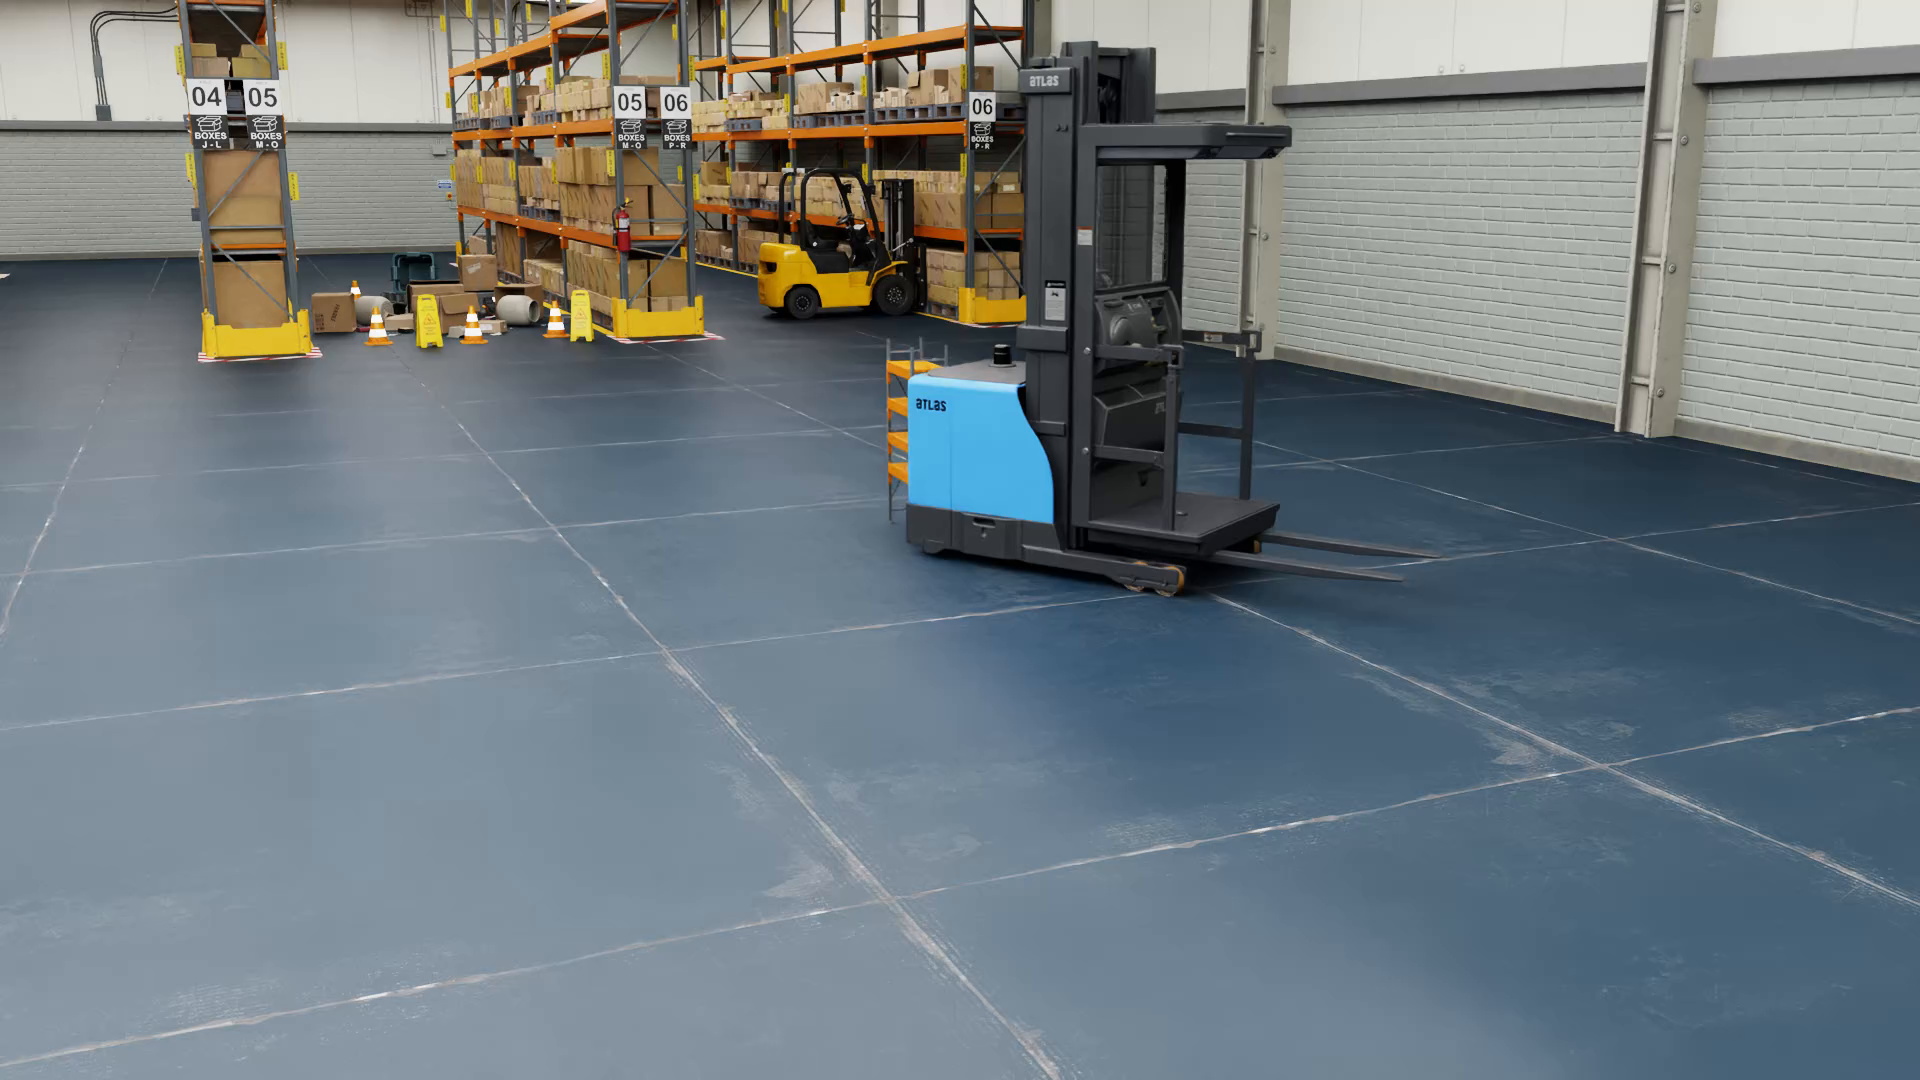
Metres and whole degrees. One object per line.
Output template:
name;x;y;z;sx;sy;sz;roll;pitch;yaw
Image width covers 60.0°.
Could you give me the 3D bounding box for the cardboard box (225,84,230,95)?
cardboard box;-10.517;-6.320;23.553;0.500;0.250;0.500;-5;14;-22

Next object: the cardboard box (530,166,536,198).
cardboard box;-6.792;-5.910;27.440;0.500;0.500;0.500;-5;14;-22

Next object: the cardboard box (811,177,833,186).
cardboard box;-2.439;-6.404;29.729;0.380;0.149;0.250;-5;14;-22

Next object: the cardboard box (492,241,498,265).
cardboard box;-8.950;-5.764;33.372;0.875;0.438;0.875;-6;14;-24

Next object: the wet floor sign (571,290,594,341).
wet floor sign;-4.894;-2.906;21.495;0.267;0.644;0.232;-1;13;-4

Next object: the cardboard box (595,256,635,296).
cardboard box;-4.762;-3.669;23.073;0.500;0.500;0.500;-5;14;-21

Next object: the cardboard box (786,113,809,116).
cardboard box;-3.010;-7.925;30.755;0.380;0.149;0.250;-5;14;-22

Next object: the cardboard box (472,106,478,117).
cardboard box;-9.346;-8.420;32.592;0.396;0.266;0.258;-5;14;-21

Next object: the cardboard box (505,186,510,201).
cardboard box;-7.830;-6.195;29.708;0.500;0.250;0.500;-6;14;-24

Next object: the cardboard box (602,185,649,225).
cardboard box;-4.460;-4.470;22.149;0.500;0.500;0.500;-6;14;-24

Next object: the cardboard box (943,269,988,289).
cardboard box;0.075;-3.819;24.276;0.500;0.250;0.500;-6;14;-24

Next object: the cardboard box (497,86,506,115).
cardboard box;-7.765;-7.744;29.371;0.700;0.500;0.500;-6;15;-26

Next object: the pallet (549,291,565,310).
pallet;-5.905;-3.818;26.396;1.003;0.211;1.213;-6;14;-23

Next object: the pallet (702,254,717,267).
pallet;-5.017;-6.153;36.488;1.003;0.211;1.213;-6;14;-23

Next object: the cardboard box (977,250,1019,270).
cardboard box;0.538;-4.107;24.410;0.500;0.250;0.500;-6;14;-24

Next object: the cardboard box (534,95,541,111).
cardboard box;-6.557;-7.041;27.258;0.797;0.503;0.637;-6;14;-23

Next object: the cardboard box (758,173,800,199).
cardboard box;-3.471;-6.866;32.224;0.797;0.503;0.637;-6;14;-24

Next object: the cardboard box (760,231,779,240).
cardboard box;-3.770;-6.058;33.065;0.380;0.149;0.250;-5;14;-21

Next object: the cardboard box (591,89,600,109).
cardboard box;-4.630;-5.909;22.268;0.500;0.250;0.500;-6;14;-24

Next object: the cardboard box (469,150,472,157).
cardboard box;-9.778;-7.874;33.861;0.380;0.149;0.250;-6;14;-23

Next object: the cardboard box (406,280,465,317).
cardboard box;-7.395;-3.366;23.494;0.797;0.637;0.503;-6;14;-23

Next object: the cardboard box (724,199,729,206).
cardboard box;-4.733;-7.090;34.907;0.380;0.149;0.250;-5;14;-21

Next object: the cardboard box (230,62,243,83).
cardboard box;-8.647;-5.735;20.365;0.500;0.250;0.500;-6;14;-24

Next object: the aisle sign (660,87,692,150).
aisle sign;-3.681;-5.471;21.589;0.394;0.787;0.004;-6;14;-23

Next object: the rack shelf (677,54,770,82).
rack shelf;-5.051;-10.101;35.659;1.077;0.370;4.000;-6;14;-23

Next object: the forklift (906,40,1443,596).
forklift;1.183;-1.257;9.299;3.031;2.935;1.130;9;16;33

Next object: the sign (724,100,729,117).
sign;-4.744;-8.780;33.854;0.100;0.325;0.005;-6;14;-23

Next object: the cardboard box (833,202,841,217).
cardboard box;-1.864;-5.681;28.594;0.500;0.250;0.500;-6;14;-23

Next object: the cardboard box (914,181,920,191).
cardboard box;-0.558;-5.418;25.468;0.380;0.149;0.250;-6;14;-24

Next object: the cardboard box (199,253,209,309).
cardboard box;-10.418;-3.776;24.091;1.050;0.750;0.750;-6;14;-23

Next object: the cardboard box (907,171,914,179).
cardboard box;-0.601;-5.622;25.690;0.380;0.149;0.250;-6;14;-23

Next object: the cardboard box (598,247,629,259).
cardboard box;-4.758;-3.947;22.836;0.380;0.149;0.250;-5;14;-21

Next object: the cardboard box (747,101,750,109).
cardboard box;-3.953;-8.493;32.506;0.380;0.149;0.250;-6;14;-23

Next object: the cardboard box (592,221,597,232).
cardboard box;-4.912;-4.382;23.210;0.380;0.149;0.250;-6;14;-24

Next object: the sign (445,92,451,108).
sign;-10.910;-9.371;35.442;0.100;0.325;0.005;-6;14;-23

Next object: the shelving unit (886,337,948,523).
shelving unit;-0.270;-0.654;10.535;0.258;1.200;0.503;-5;14;-19

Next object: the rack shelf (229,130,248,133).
rack shelf;-10.888;-6.071;24.893;1.077;0.370;4.000;-6;14;-23

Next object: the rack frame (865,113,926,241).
rack frame;-1.045;-5.464;27.328;1.000;3.000;0.127;-6;14;-23

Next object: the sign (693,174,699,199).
sign;-3.493;-4.660;21.931;0.100;0.325;0.005;-6;14;-23

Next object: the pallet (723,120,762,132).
pallet;-4.053;-8.346;33.542;1.213;0.211;1.003;-6;14;-23

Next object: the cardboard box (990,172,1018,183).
cardboard box;0.618;-5.236;24.022;0.380;0.149;0.250;-6;14;-24

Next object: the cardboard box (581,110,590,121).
cardboard box;-5.045;-5.890;23.070;0.380;0.149;0.250;-6;14;-24

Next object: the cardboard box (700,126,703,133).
cardboard box;-5.413;-8.870;35.948;0.380;0.149;0.250;-6;14;-23

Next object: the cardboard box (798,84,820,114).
cardboard box;-2.581;-7.883;29.748;0.500;0.500;0.500;-5;14;-22

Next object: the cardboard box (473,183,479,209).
cardboard box;-9.428;-6.895;33.289;0.500;0.500;0.500;-6;14;-24

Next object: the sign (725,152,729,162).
sign;-5.336;-8.708;38.072;0.100;0.325;0.005;-6;14;-23

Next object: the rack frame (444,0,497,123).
rack frame;-10.399;-10.417;35.423;1.000;3.000;0.127;-6;14;-23

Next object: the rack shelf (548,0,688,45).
rack shelf;-4.791;-7.173;23.007;1.077;0.370;4.000;-6;14;-23

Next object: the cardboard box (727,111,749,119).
cardboard box;-4.495;-8.612;33.679;0.380;0.149;0.250;-5;14;-22

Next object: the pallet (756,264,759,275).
pallet;-3.397;-5.342;32.981;1.003;0.211;1.213;-6;14;-23

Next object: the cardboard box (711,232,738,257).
cardboard box;-4.972;-6.401;35.986;0.700;0.500;0.500;-6;14;-25
